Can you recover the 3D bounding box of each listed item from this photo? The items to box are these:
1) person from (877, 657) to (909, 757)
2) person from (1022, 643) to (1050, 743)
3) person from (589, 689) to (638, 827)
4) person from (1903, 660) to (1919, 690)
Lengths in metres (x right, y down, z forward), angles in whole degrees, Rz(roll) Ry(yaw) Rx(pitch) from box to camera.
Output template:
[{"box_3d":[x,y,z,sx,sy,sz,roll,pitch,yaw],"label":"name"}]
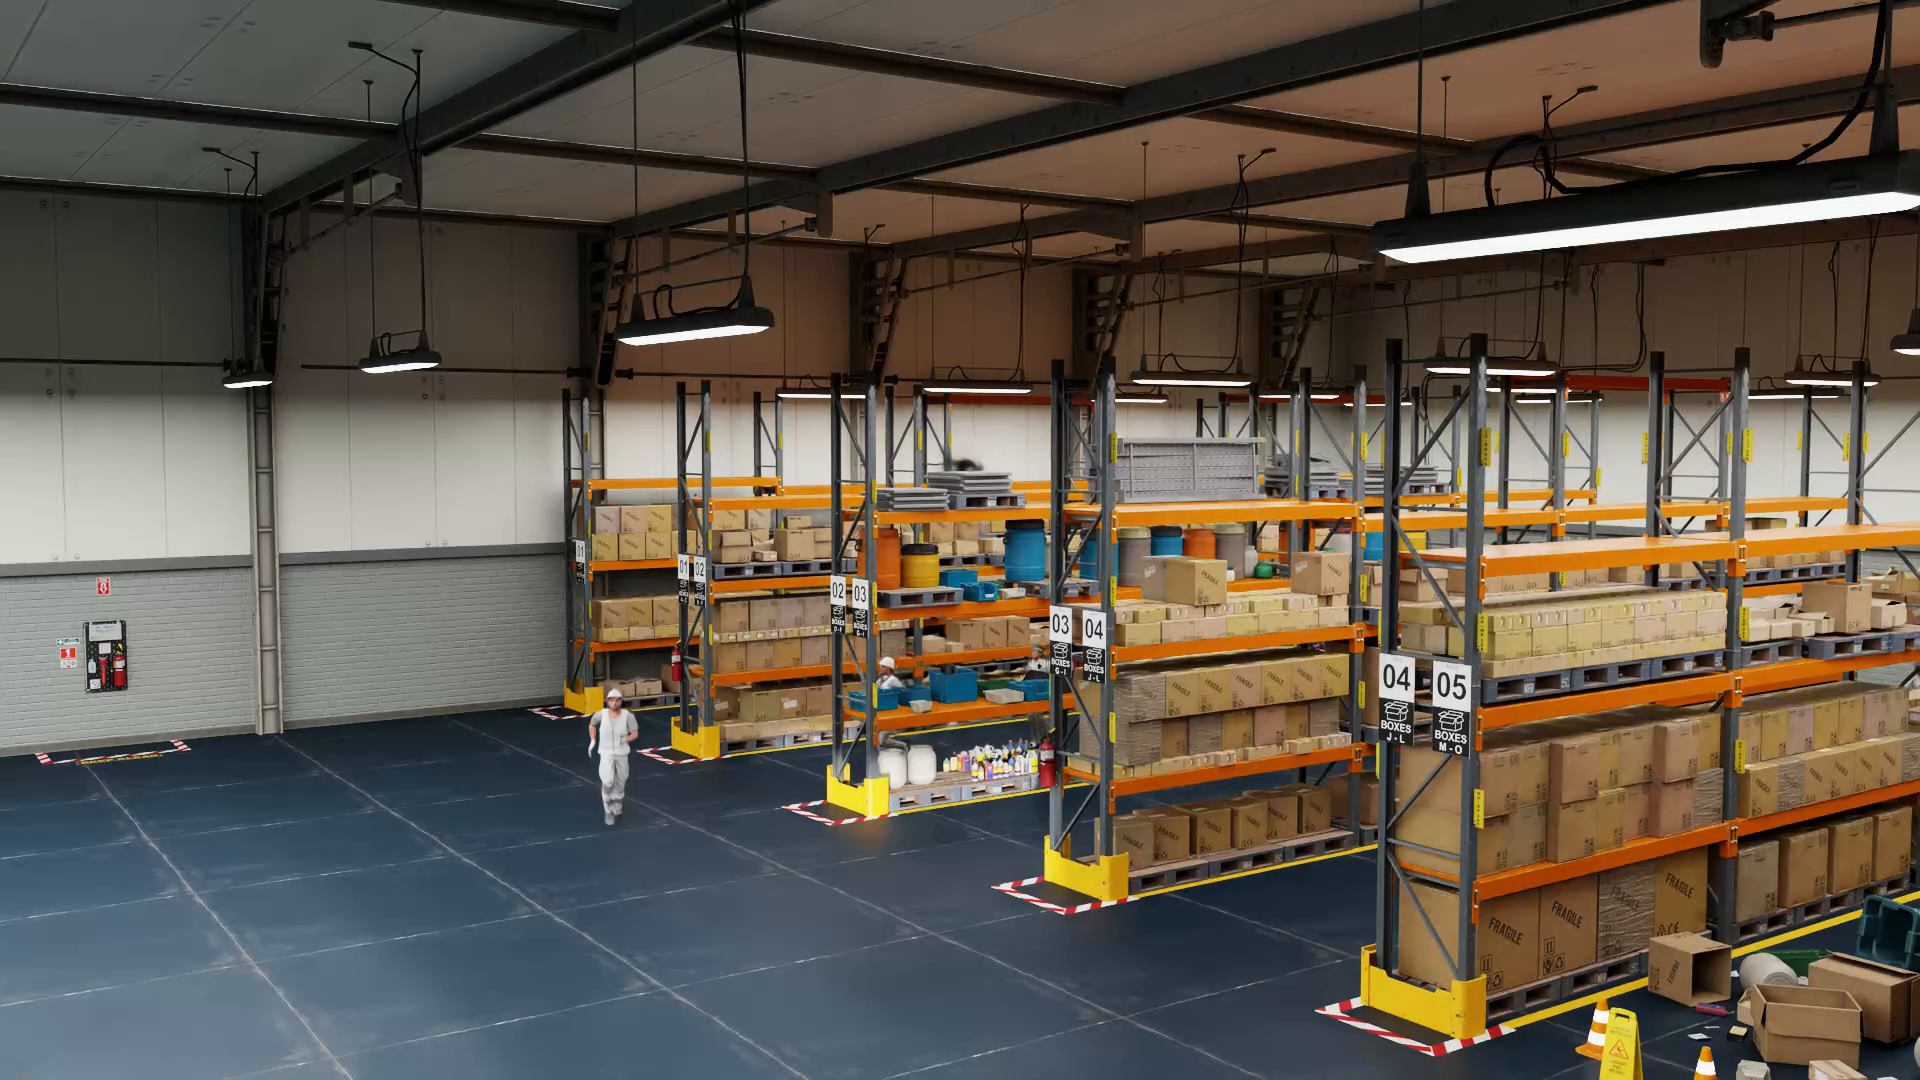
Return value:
[{"box_3d":[-1.099,2.639,25.276,0.609,1.729,0.707,-3,4,-35],"label":"person"},{"box_3d":[1.277,2.544,27.312,0.683,1.716,0.616,-3,5,-40],"label":"person"},{"box_3d":[-4.569,2.864,21.945,0.642,1.811,0.816,-1,4,-14],"label":"person"},{"box_3d":[15.364,2.686,26.527,0.591,1.570,0.595,2,4,25],"label":"person"}]
